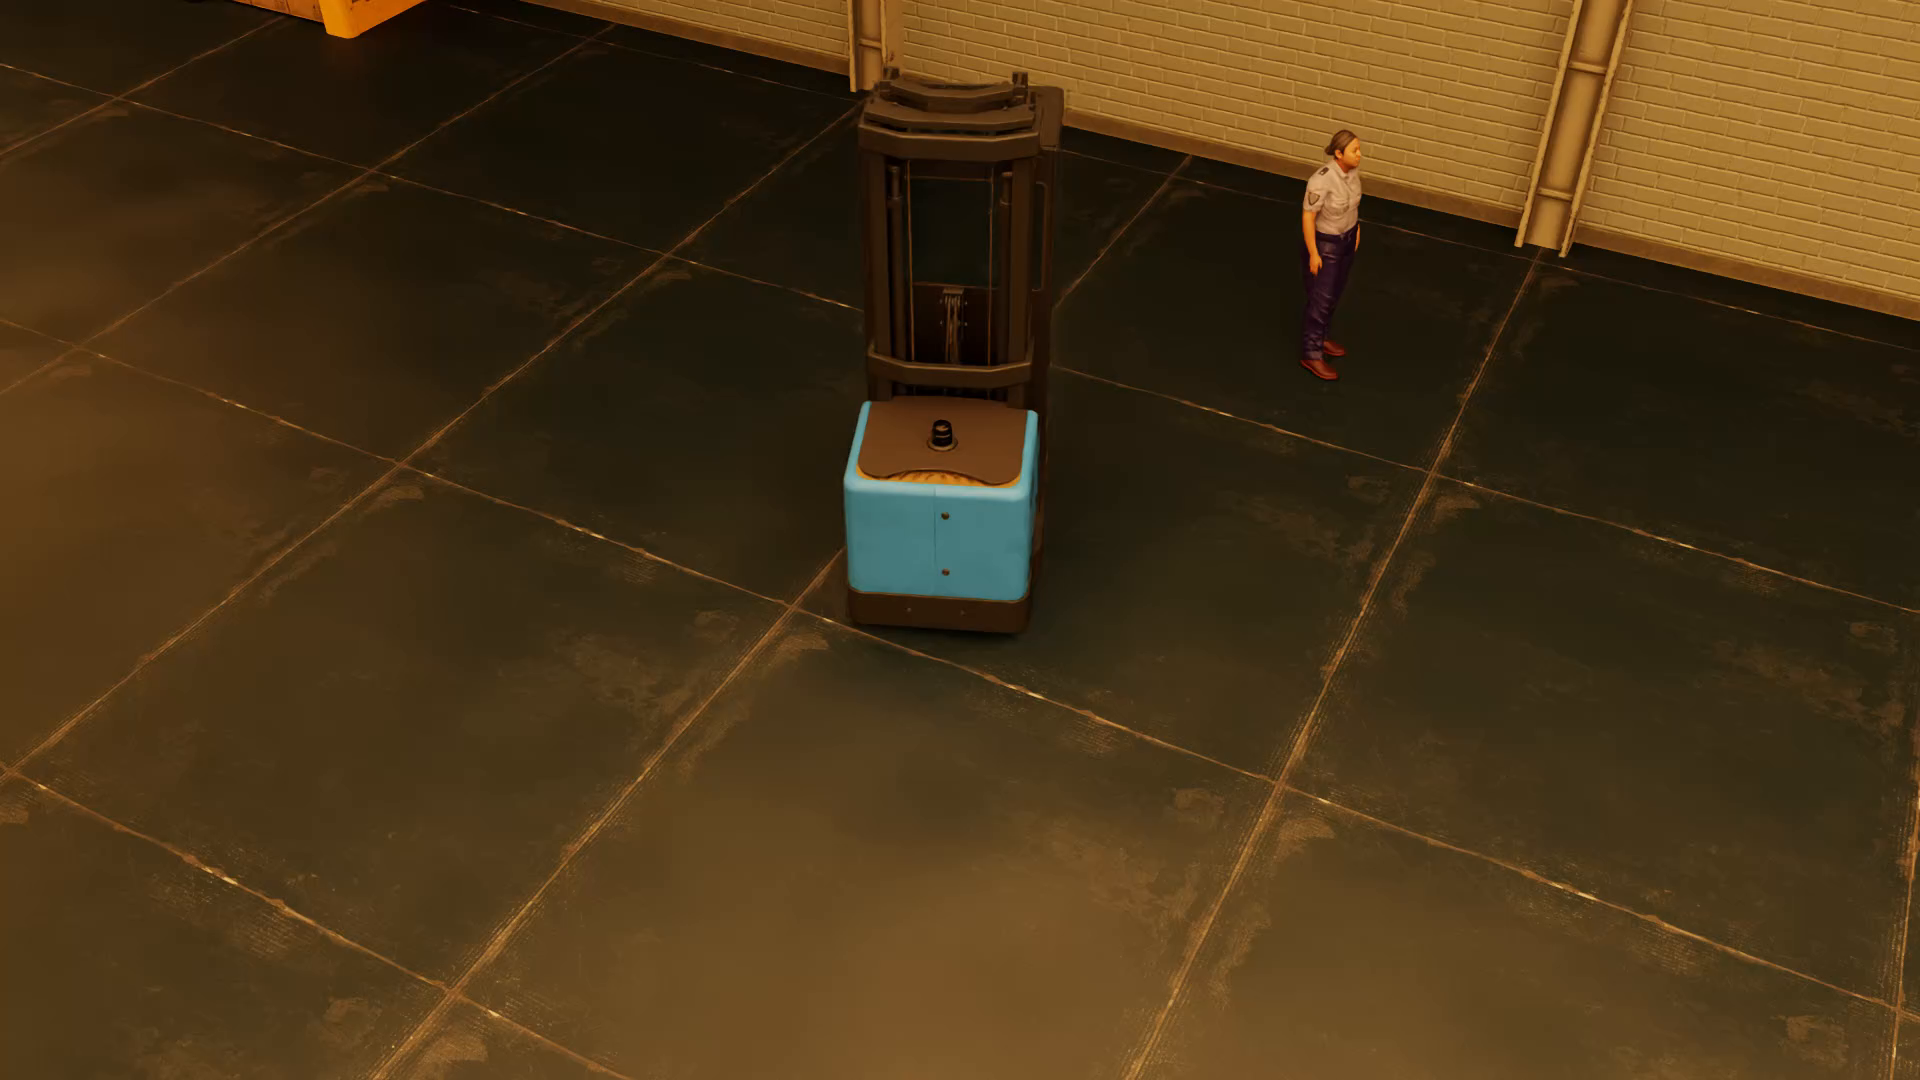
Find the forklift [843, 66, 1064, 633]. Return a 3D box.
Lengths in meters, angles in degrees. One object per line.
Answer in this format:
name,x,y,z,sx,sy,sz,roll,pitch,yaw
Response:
forklift,0.008,-1.528,9.801,1.130,2.935,3.031,4,40,4

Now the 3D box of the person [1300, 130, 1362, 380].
person,2.592,-1.960,11.301,0.500,1.653,0.588,30,49,31
